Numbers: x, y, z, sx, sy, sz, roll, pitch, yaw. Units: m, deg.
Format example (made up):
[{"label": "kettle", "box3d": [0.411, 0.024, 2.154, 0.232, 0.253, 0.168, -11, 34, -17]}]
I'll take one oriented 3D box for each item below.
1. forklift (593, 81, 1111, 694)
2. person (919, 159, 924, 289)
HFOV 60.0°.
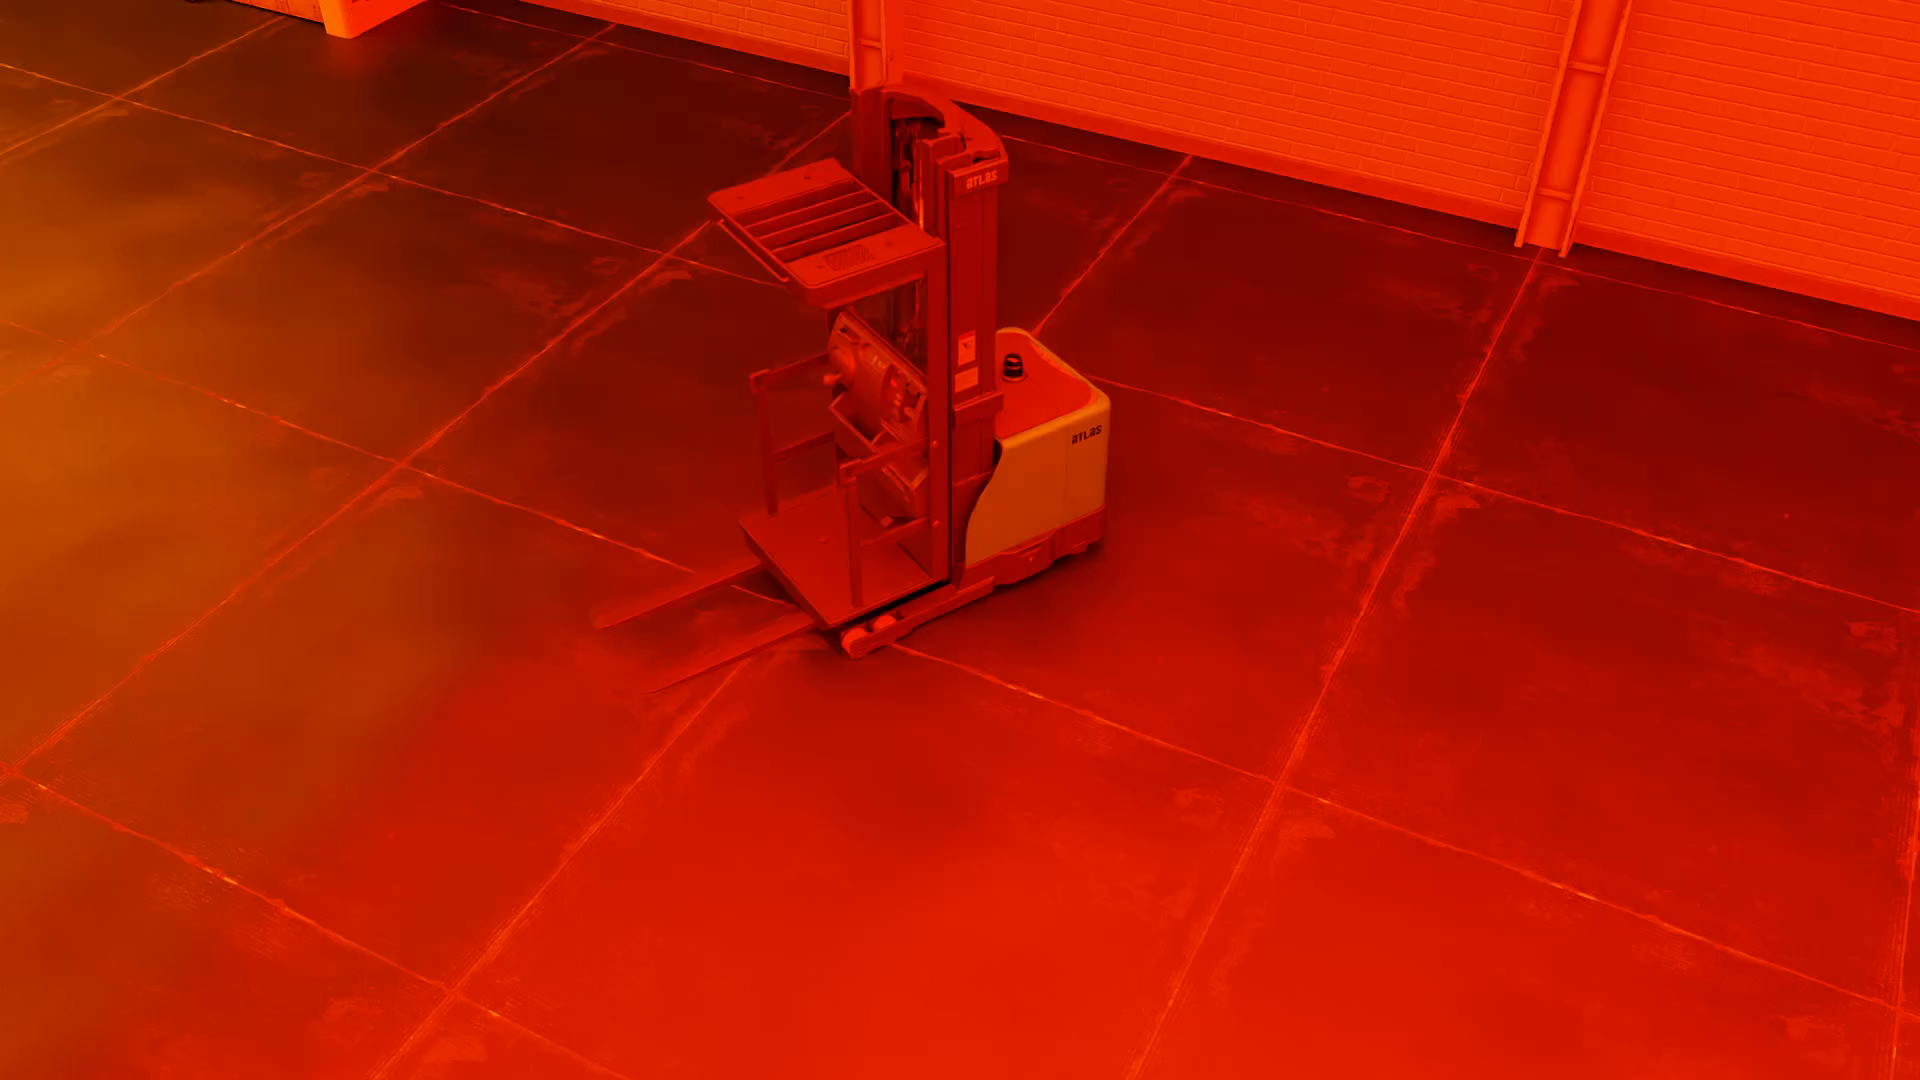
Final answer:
[{"label": "forklift", "box3d": [-0.624, -0.843, 8.987, 3.031, 2.935, 1.130, -23, 45, -25]}, {"label": "person", "box3d": [-0.278, -1.977, 11.594, 0.603, 1.384, 0.722, -30, 49, -31]}]
